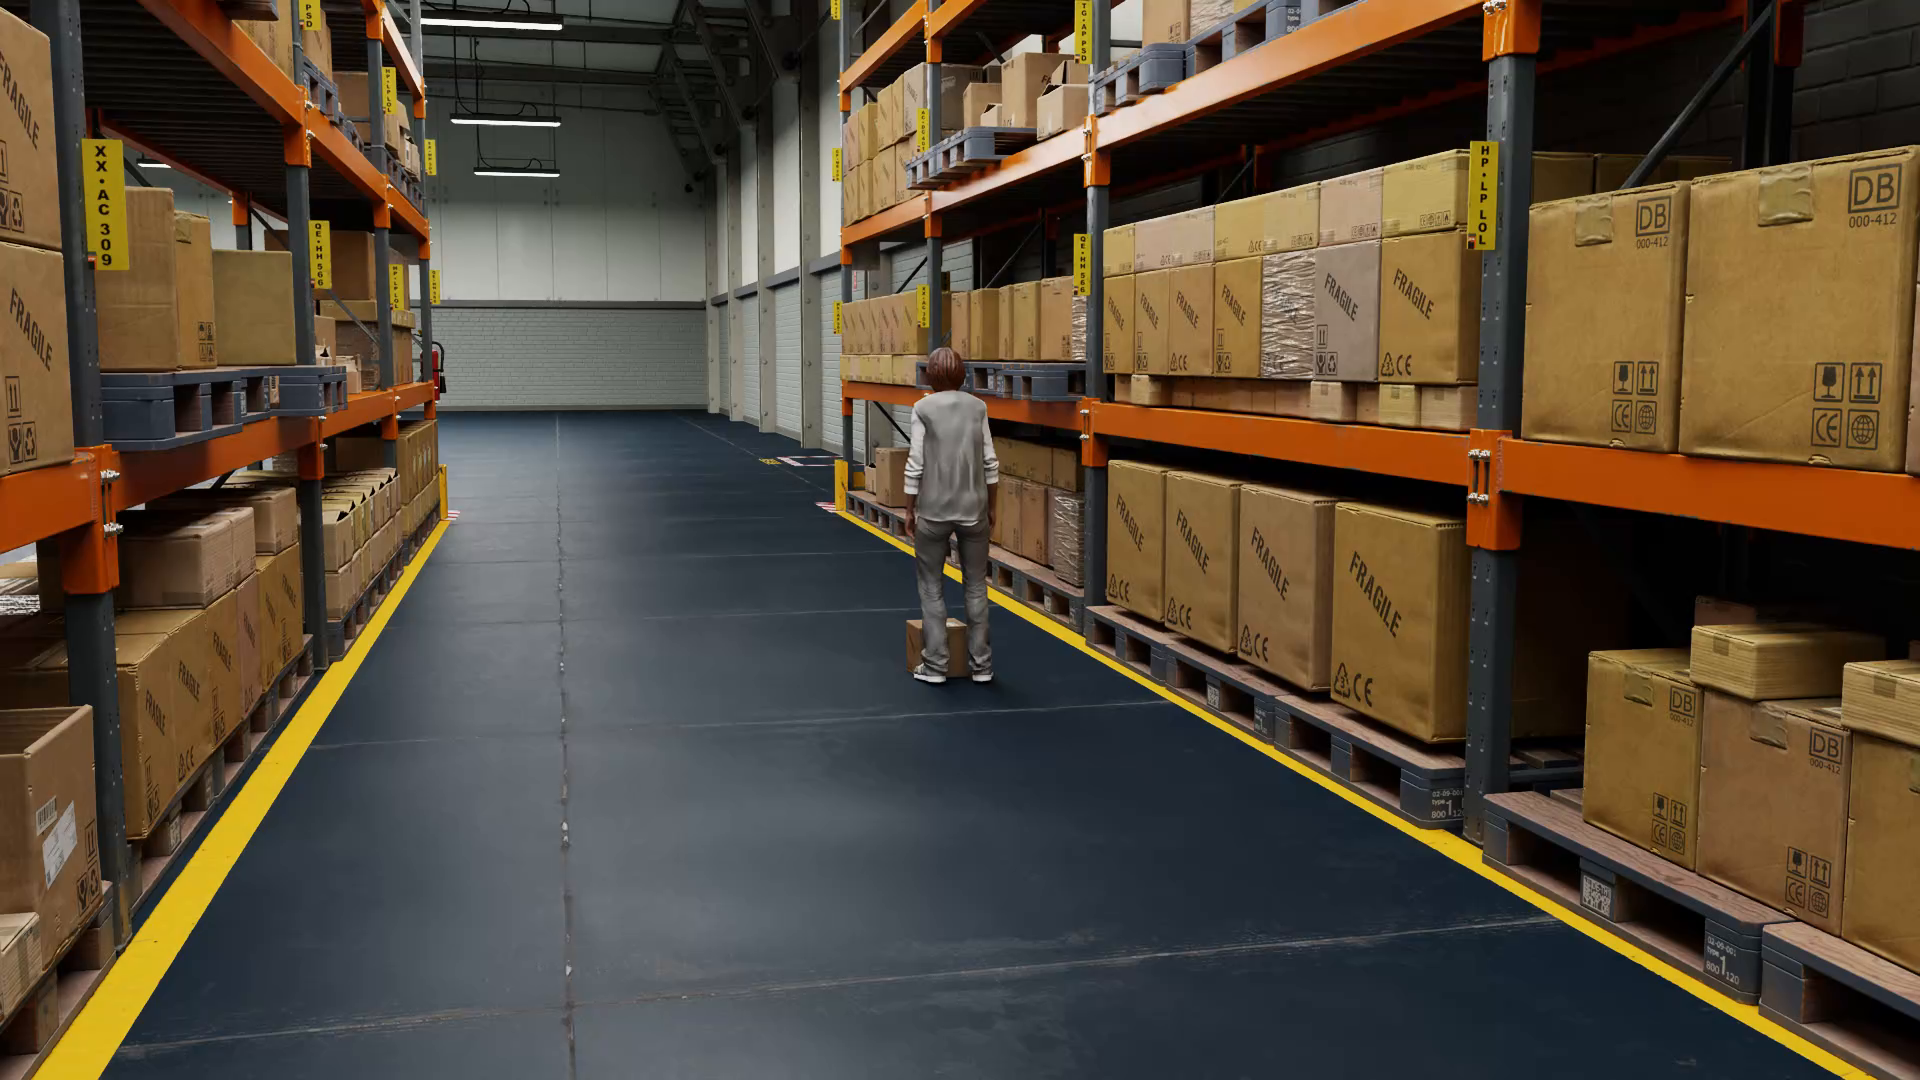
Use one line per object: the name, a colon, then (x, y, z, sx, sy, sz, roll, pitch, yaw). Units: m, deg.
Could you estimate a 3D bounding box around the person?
person: (-0.046, -0.111, 7.881, 0.459, 1.593, 0.372, -2, 7, -14)
